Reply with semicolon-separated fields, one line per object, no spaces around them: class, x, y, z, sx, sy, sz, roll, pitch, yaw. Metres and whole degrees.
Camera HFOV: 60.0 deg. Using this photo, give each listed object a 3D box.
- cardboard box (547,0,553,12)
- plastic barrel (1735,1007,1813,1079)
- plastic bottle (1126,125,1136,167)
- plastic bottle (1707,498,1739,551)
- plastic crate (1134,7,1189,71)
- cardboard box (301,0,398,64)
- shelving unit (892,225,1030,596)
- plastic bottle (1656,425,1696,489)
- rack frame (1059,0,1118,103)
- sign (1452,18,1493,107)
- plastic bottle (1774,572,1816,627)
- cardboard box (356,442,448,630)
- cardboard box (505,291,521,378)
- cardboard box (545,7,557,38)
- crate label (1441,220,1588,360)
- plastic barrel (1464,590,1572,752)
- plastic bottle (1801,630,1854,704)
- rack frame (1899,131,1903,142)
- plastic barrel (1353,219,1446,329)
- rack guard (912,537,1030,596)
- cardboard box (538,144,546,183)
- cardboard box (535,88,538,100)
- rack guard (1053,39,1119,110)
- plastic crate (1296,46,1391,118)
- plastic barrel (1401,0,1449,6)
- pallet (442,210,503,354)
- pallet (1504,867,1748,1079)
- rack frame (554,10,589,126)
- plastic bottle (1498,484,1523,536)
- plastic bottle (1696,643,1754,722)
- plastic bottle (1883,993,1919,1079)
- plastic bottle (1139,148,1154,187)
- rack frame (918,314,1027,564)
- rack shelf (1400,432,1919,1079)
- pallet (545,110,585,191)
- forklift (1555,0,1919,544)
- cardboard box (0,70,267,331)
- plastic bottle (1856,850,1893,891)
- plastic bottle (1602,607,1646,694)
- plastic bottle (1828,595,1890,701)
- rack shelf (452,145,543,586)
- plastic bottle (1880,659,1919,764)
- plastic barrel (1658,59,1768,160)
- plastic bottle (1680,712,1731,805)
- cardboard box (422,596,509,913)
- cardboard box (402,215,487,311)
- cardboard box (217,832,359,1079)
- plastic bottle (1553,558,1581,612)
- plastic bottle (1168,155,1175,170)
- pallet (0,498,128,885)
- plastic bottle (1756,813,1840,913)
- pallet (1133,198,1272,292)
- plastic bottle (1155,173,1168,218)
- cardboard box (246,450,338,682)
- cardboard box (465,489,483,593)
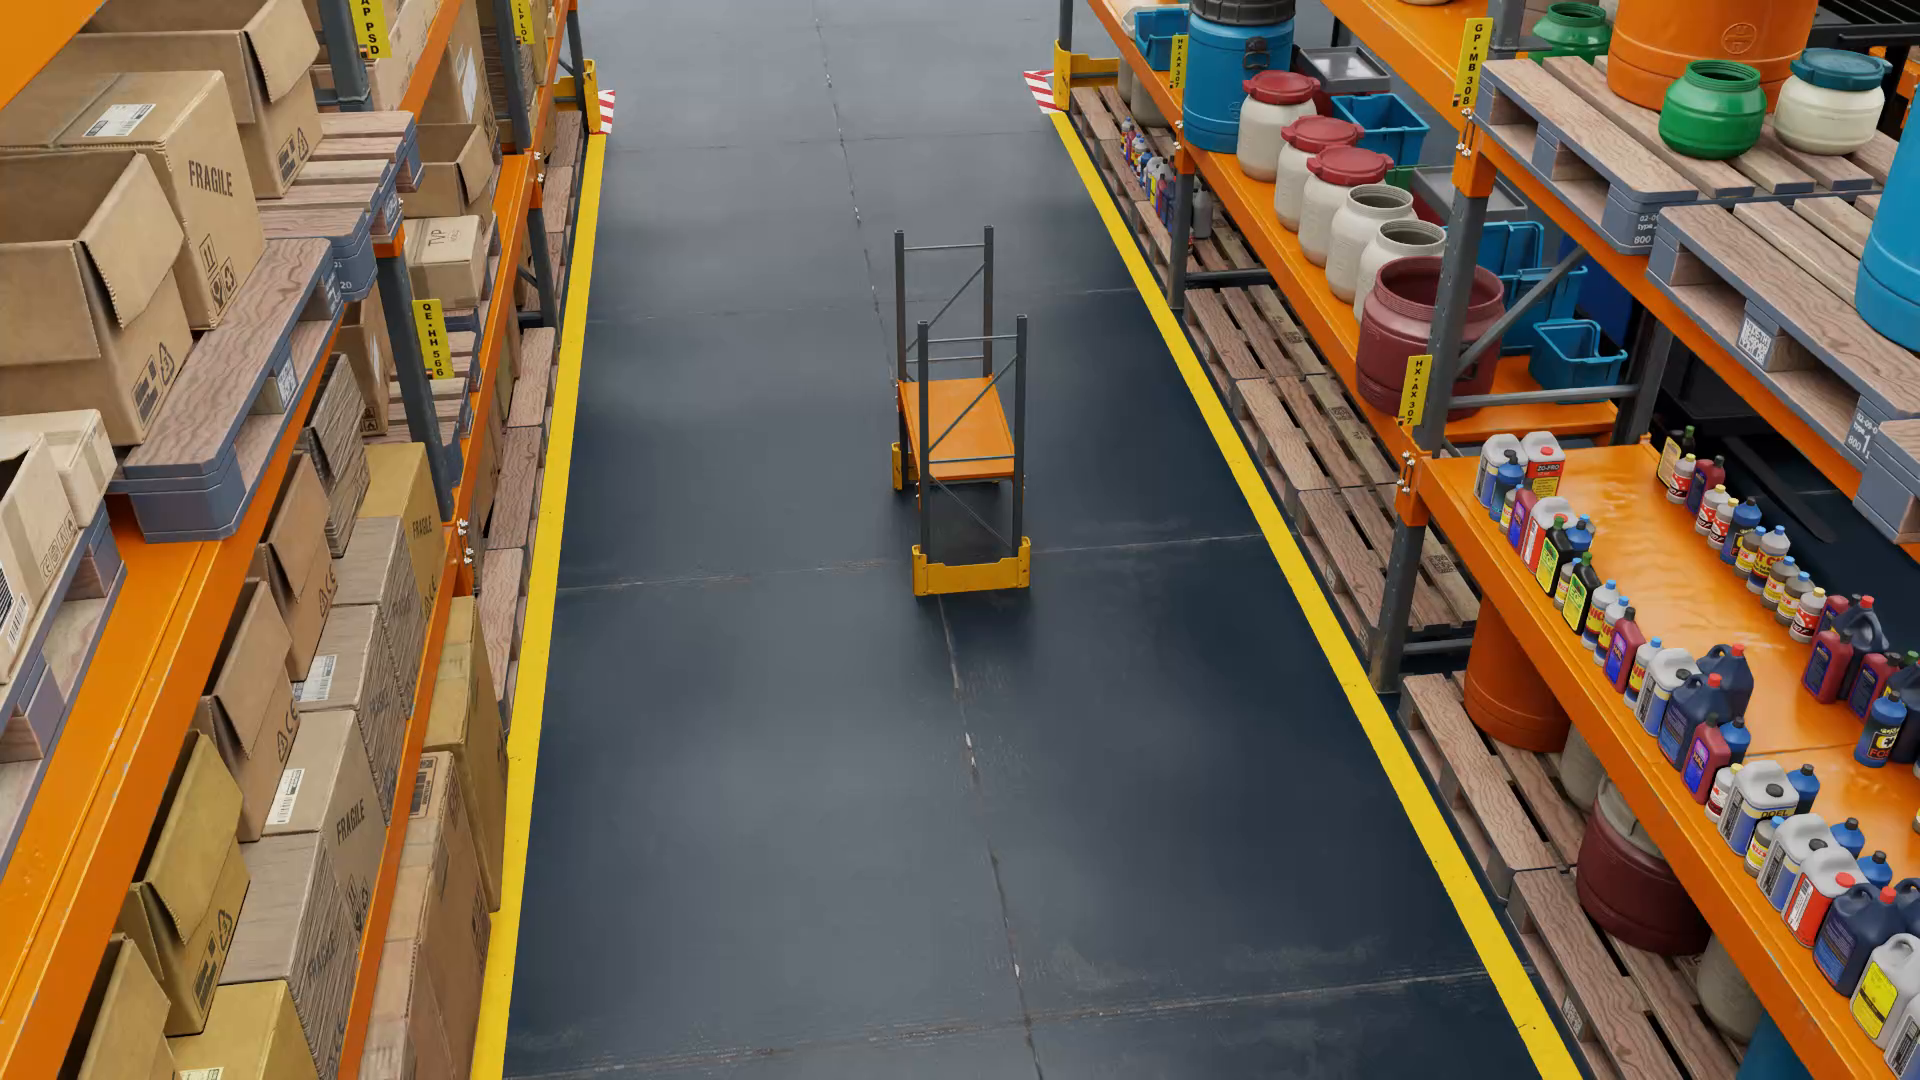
cardboard box;-3.312;-3.983;11.578;0.875;0.500;0.500;-4;35;-6
plastic barrel;2.801;1.635;5.178;0.600;0.901;0.708;-4;35;-6
plastic bottle;1.286;-2.951;12.439;0.061;0.283;0.133;-4;34;-6
plastic bottle;2.933;-0.067;6.360;0.097;0.201;0.097;0;34;0
plastic crate;1.459;-3.359;11.147;0.499;0.251;0.616;-4;35;-6
cardboard box;-2.302;-1.985;5.803;0.500;0.500;0.500;-4;34;-6
shelving unit;-0.010;-0.662;8.390;0.587;1.500;1.083;-4;35;-6
plastic bottle;2.892;-0.349;6.702;0.061;0.283;0.133;-4;35;-6
rack frame;1.339;-5.055;13.504;1.000;3.000;0.127;-4;35;-6
sign;1.870;-1.742;6.071;0.100;0.325;0.005;-4;35;-6
plastic bottle;2.999;0.205;5.962;0.097;0.201;0.097;0;34;0
cardboard box;-2.181;0.000;5.998;0.500;0.500;0.500;-3;34;-5
cardboard box;-2.970;-1.252;9.753;0.700;0.500;0.500;-7;35;-10
cardboard box;-3.020;-3.604;11.598;0.380;0.149;0.250;-4;35;-6
crate label;2.549;-1.180;7.787;0.502;0.435;0.616;-4;35;-6
plastic barrel;2.497;0.404;7.048;0.600;0.830;0.708;-4;35;-6
plastic bottle;2.928;0.403;5.599;0.061;0.283;0.133;-4;35;-6
rack frame;6.786;-3.196;10.776;1.000;3.000;0.127;-4;35;-6
plastic barrel;2.065;-1.195;7.741;0.421;0.512;0.421;0;34;0
rack guard;0.057;0.132;8.334;0.587;0.250;0.087;-4;35;-6
cardboard box;-3.322;-2.789;12.026;0.500;0.500;0.500;-1;34;-2
cardboard box;-2.844;-2.765;10.366;0.380;0.149;0.250;-4;35;-6
rack guard;1.396;-3.983;14.151;1.175;0.500;0.348;-4;35;-6
plastic crate;2.245;-2.602;9.848;0.402;0.464;0.583;-4;35;-6
plastic barrel;2.012;-2.465;7.163;0.301;0.262;0.301;0;34;0
pallet;-2.800;-1.238;8.073;1.003;0.211;1.213;-4;35;-6
pallet;2.723;1.677;6.101;1.003;0.211;1.213;-4;35;-6
rack frame;-3.569;-4.680;12.954;1.000;3.000;0.127;-4;35;-6
plastic bottle;2.154;-0.122;6.441;0.097;0.201;0.097;0;34;0
plastic bottle;2.489;0.472;5.437;0.144;0.351;0.185;-4;35;-6
plastic bottle;2.530;1.293;4.299;0.152;0.276;0.135;-4;35;-6
plastic bottle;1.361;-2.714;12.101;0.097;0.271;0.097;0;34;0
rack frame;0.057;-0.384;7.981;0.500;1.500;0.032;-4;35;-6
rack shelf;2.684;0.822;5.518;1.077;0.370;4.000;-4;35;-6
pallet;-3.485;-3.029;13.008;1.003;0.211;1.213;-4;35;-6
forklift;4.487;-1.880;8.906;1.130;2.935;3.031;-4;34;-6
cardboard box;-2.137;-0.860;4.223;0.500;0.500;0.500;-3;34;-4
plastic bottle;2.583;0.994;4.742;0.097;0.271;0.097;0;34;0
plastic bottle;2.263;0.372;5.645;0.061;0.283;0.133;-4;35;-6
plastic bottle;3.026;0.353;5.613;0.144;0.351;0.185;-4;35;-6
rack shelf;-2.762;-1.035;8.243;1.077;0.370;4.000;-4;35;-6
plastic bottle;3.068;0.530;5.352;0.144;0.351;0.185;-4;35;-6
plastic barrel;2.329;-1.331;5.141;0.294;0.245;0.294;0;34;0
plastic bottle;2.337;0.679;5.194;0.061;0.283;0.133;-4;35;-6
cardboard box;-2.421;0.875;6.316;1.225;0.875;0.875;-6;35;-9
cardboard box;-2.491;-1.280;7.725;0.500;0.250;0.500;-5;35;-8
cardboard box;-1.905;1.140;4.325;0.500;0.500;0.500;-5;35;-7
plastic bottle;2.221;0.157;6.033;0.097;0.201;0.097;0;34;0
plastic bottle;1.523;-2.607;11.933;0.061;0.283;0.133;-4;35;-6
pallet;-2.127;0.348;3.082;0.805;0.209;1.217;-6;35;-8
plastic bottle;2.444;0.937;4.822;0.152;0.276;0.135;-4;35;-6
pallet;1.828;-2.049;11.569;1.003;0.211;1.213;-4;35;-6
plastic bottle;1.415;-2.415;11.651;0.061;0.283;0.133;-2;34;-3
cardboard box;-2.326;0.101;4.958;0.797;0.503;0.637;-4;34;-5
cardboard box;-2.690;-0.046;7.982;0.700;0.500;0.500;-7;35;-10
